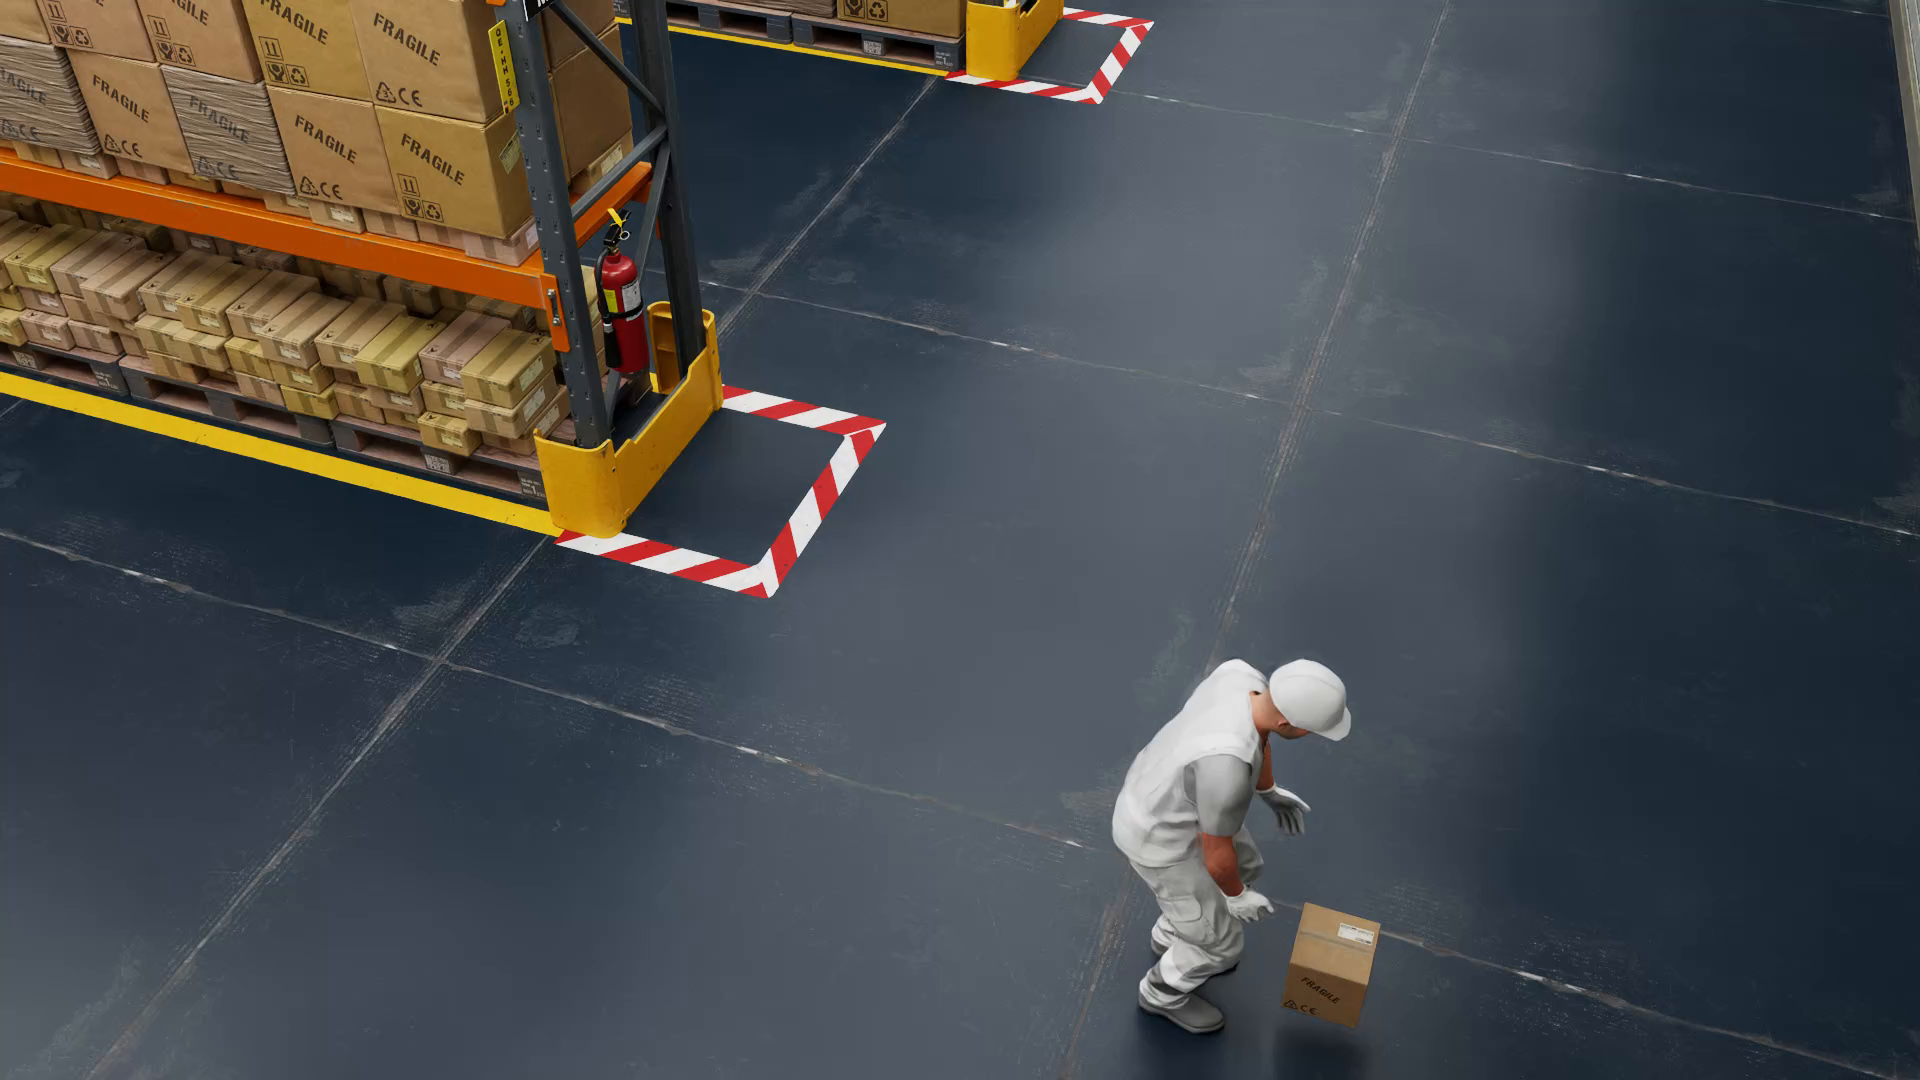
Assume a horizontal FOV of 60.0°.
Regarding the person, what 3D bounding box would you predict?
[{"bbox_3d":[0.818,0.917,5.250,0.647,1.580,0.575,14,43,15],"label":"person"}]
